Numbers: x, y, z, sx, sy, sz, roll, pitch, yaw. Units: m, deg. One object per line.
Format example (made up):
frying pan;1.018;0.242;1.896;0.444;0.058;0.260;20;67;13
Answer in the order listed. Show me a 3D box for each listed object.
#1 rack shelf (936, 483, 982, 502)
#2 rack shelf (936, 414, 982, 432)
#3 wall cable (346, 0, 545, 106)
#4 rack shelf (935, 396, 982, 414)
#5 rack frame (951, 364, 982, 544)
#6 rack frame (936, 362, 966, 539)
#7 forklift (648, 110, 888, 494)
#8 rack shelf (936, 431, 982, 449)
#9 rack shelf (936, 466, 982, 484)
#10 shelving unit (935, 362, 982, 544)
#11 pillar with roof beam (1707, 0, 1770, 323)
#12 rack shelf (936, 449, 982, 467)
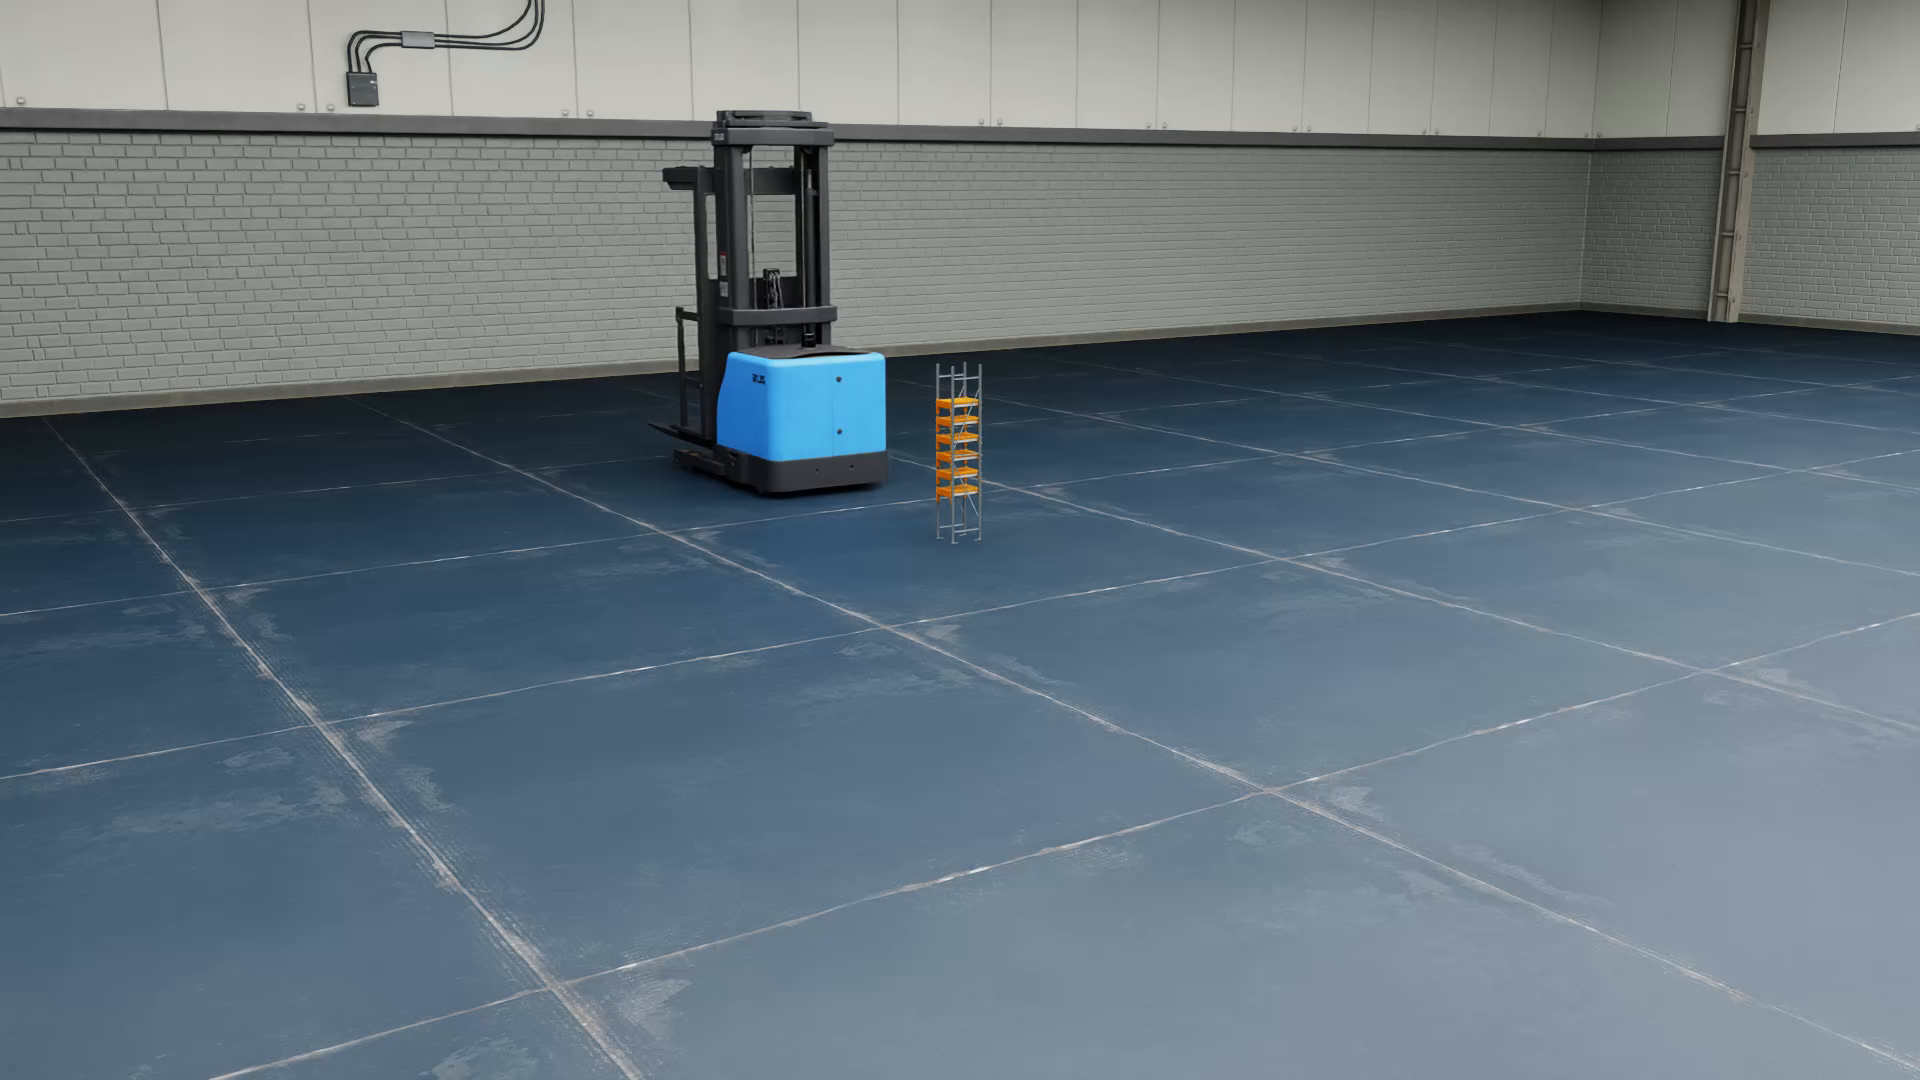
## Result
rack shelf;-0.008;-0.311;11.306;0.258;0.103;0.180;-8;15;-33
rack shelf;-0.008;-0.780;11.204;0.258;0.103;0.180;-8;15;-33
wall cable;-5.777;-7.875;18.349;2.305;6.003;0.169;-8;15;-33
rack shelf;-0.008;-0.897;11.178;0.258;0.103;0.180;-8;15;-33
rack frame;0.043;-0.572;11.171;0.240;1.200;0.006;-8;15;-33
rack frame;-0.059;-0.605;11.320;0.240;1.200;0.006;-8;15;-33
forklift;-1.775;-2.051;13.878;1.130;2.935;3.031;-8;14;-31
rack shelf;-0.008;-0.663;11.229;0.258;0.103;0.180;-8;15;-33
rack shelf;-0.008;-0.428;11.280;0.258;0.103;0.180;-8;15;-33
shelving unit;-0.008;-0.589;11.245;0.258;1.200;0.189;-8;15;-33
pillar with roof beam;9.482;-7.631;25.194;9.100;9.000;0.400;-8;15;-33
rack shelf;-0.008;-0.545;11.255;0.258;0.103;0.180;-8;15;-33
